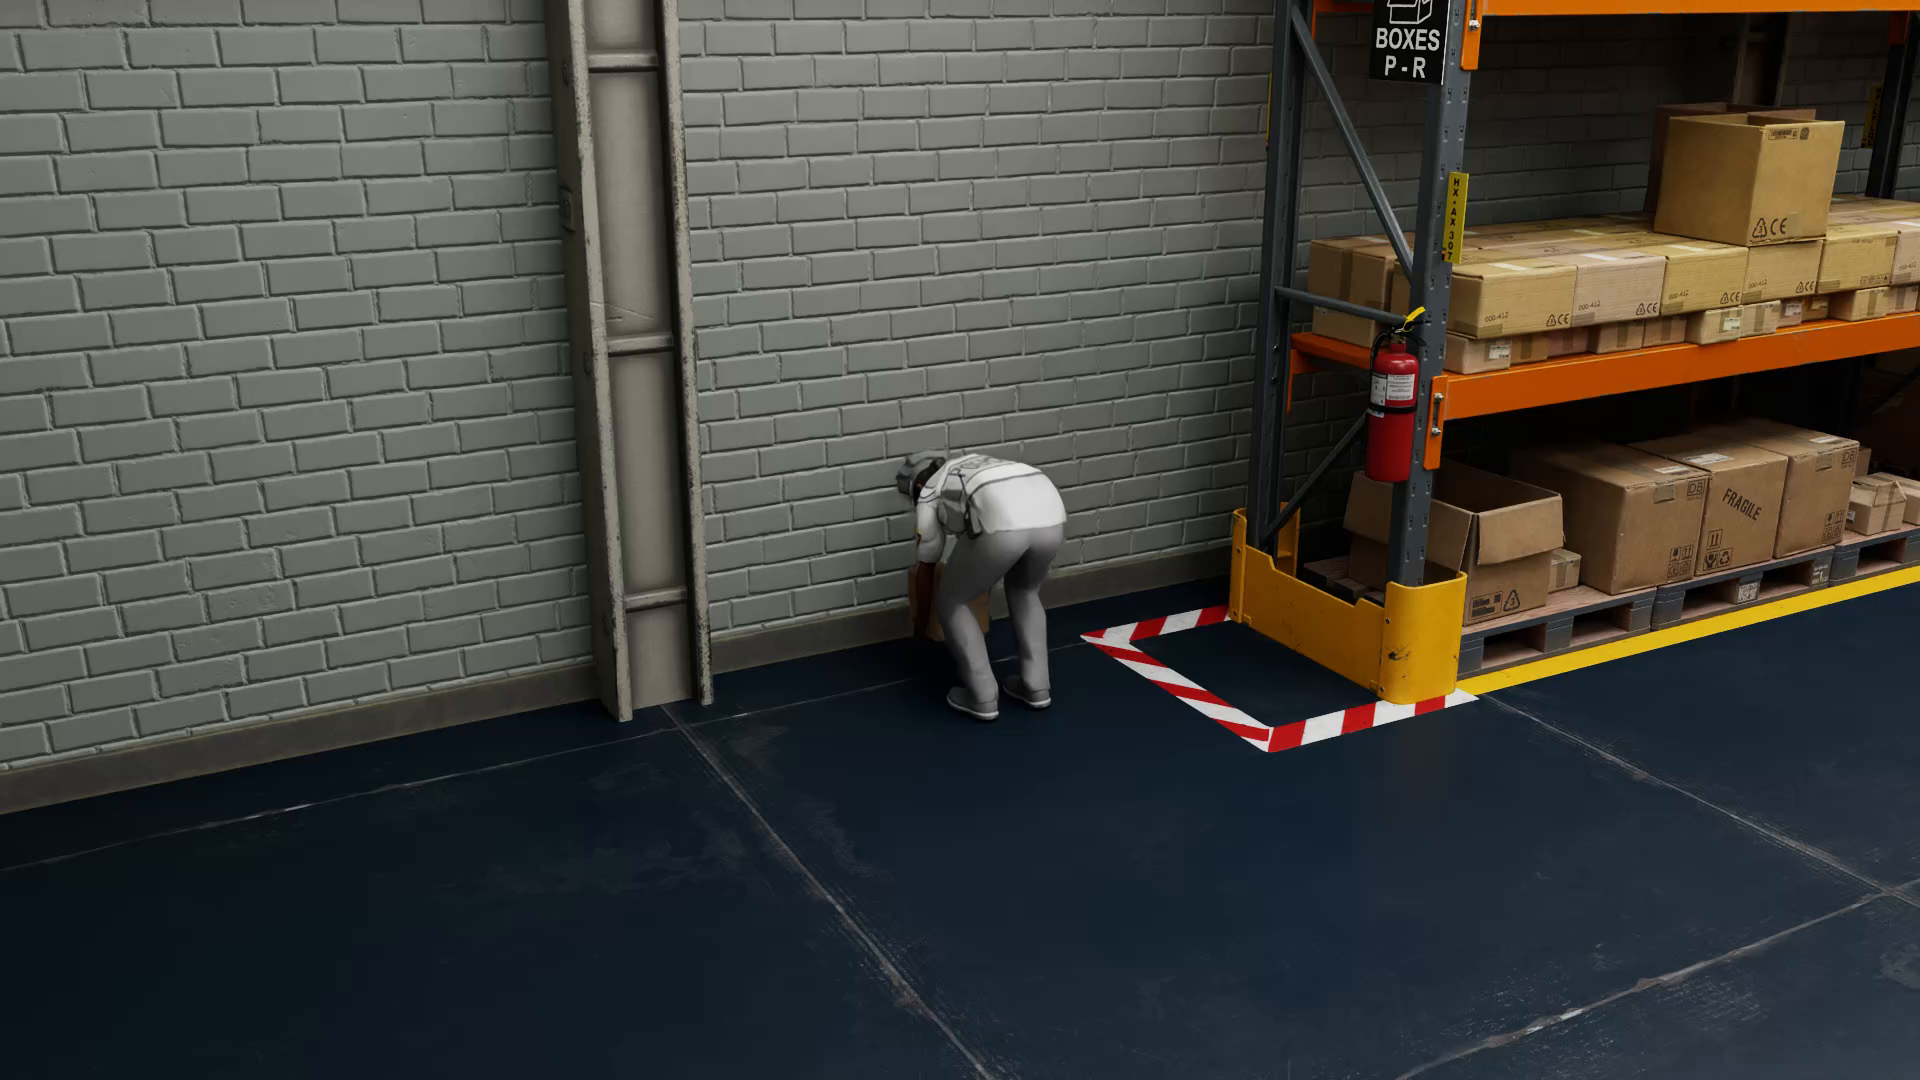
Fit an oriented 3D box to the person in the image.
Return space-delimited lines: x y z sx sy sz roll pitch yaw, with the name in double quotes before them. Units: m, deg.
"person" 0.056 0.135 6.706 0.449 1.000 0.932 -11 21 -29
